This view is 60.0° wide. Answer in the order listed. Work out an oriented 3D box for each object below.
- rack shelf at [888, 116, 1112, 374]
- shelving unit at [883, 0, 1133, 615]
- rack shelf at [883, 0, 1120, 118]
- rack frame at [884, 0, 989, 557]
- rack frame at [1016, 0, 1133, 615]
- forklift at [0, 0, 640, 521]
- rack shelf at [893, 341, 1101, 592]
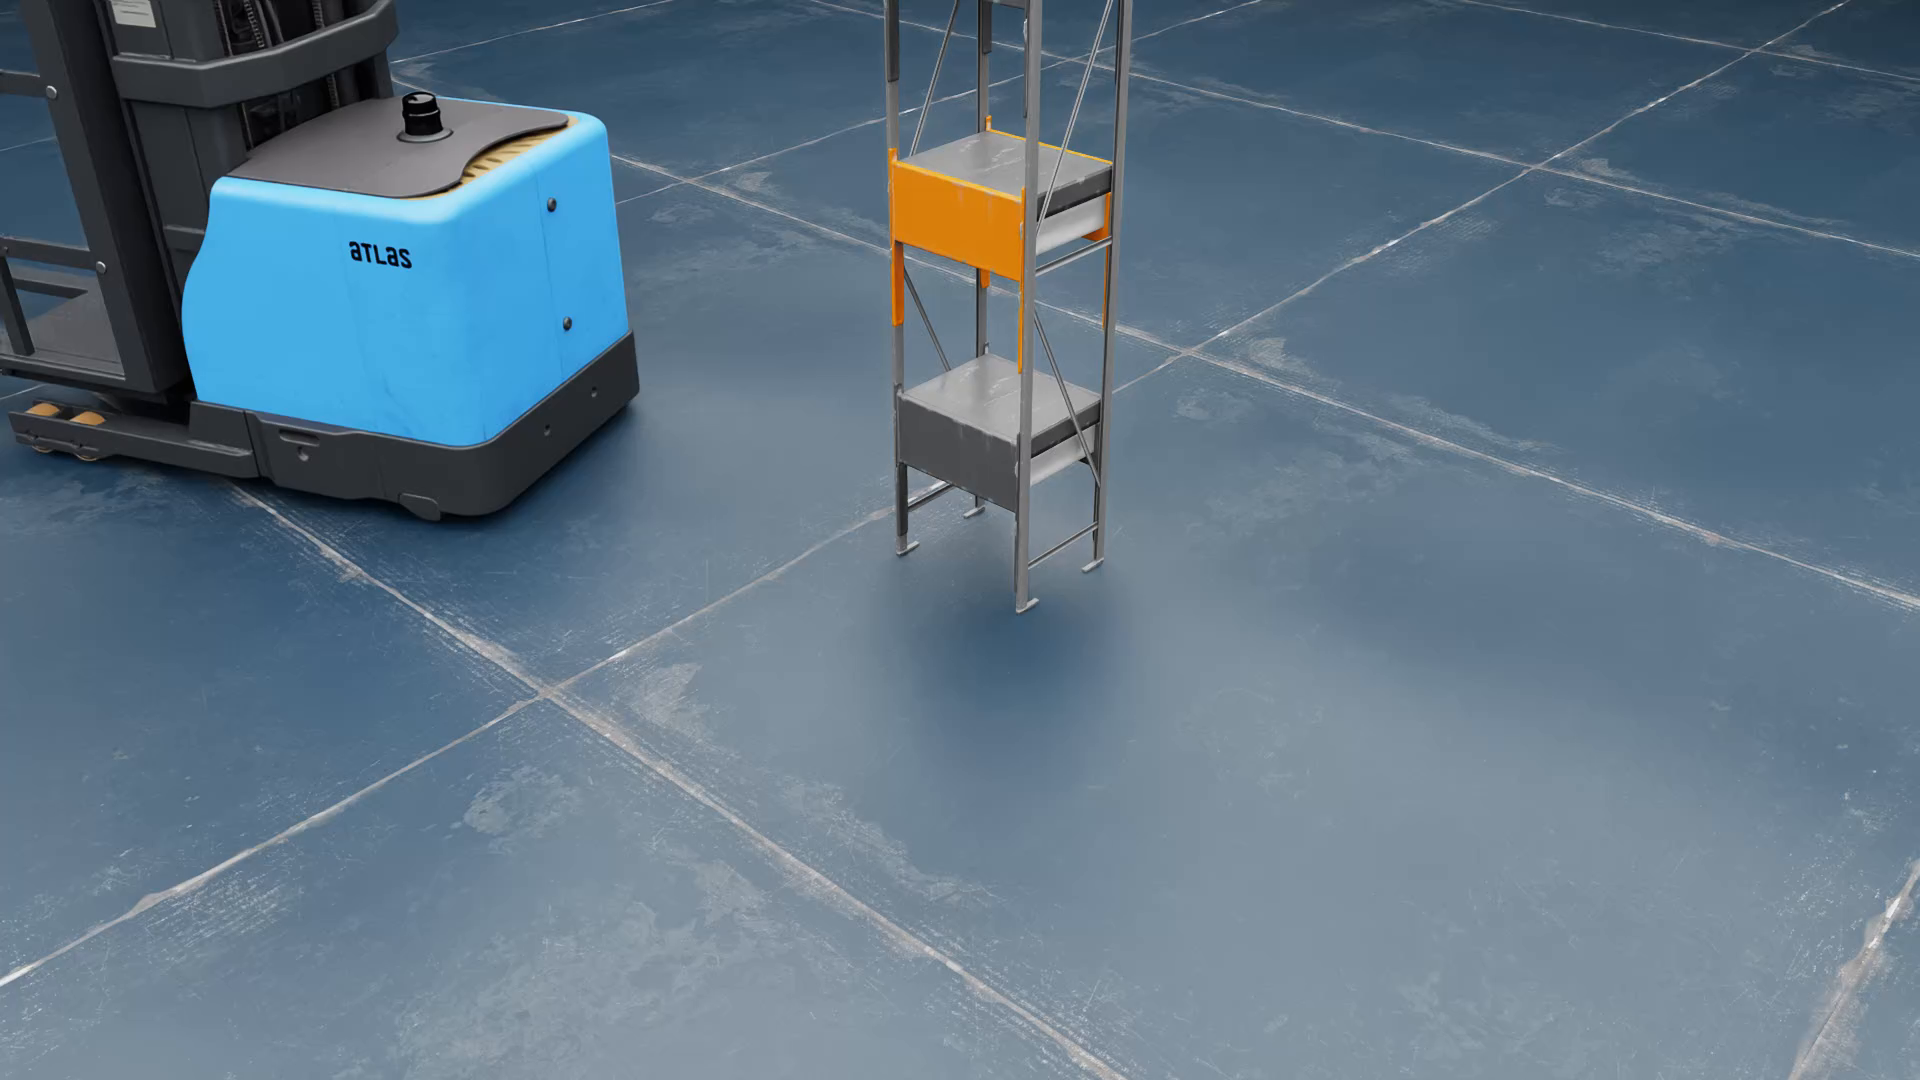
[{"bbox_3d":[0.123,-0.831,4.620,0.480,0.518,0.431,25,39,35],"label":"rack shelf"},{"bbox_3d":[0.123,-0.842,4.613,0.503,2.100,0.431,25,39,35],"label":"shelving unit"},{"bbox_3d":[0.123,-1.430,4.259,0.480,0.518,0.431,25,39,35],"label":"rack shelf"},{"bbox_3d":[-0.058,-0.927,4.754,0.015,2.100,0.400,25,39,35],"label":"rack frame"},{"bbox_3d":[0.304,-0.758,4.473,0.015,2.100,0.400,25,39,35],"label":"rack frame"},{"bbox_3d":[-2.730,-1.769,5.346,3.031,2.935,1.130,10,33,17],"label":"forklift"},{"bbox_3d":[0.123,-0.231,4.981,0.480,0.518,0.431,25,39,35],"label":"rack shelf"}]
